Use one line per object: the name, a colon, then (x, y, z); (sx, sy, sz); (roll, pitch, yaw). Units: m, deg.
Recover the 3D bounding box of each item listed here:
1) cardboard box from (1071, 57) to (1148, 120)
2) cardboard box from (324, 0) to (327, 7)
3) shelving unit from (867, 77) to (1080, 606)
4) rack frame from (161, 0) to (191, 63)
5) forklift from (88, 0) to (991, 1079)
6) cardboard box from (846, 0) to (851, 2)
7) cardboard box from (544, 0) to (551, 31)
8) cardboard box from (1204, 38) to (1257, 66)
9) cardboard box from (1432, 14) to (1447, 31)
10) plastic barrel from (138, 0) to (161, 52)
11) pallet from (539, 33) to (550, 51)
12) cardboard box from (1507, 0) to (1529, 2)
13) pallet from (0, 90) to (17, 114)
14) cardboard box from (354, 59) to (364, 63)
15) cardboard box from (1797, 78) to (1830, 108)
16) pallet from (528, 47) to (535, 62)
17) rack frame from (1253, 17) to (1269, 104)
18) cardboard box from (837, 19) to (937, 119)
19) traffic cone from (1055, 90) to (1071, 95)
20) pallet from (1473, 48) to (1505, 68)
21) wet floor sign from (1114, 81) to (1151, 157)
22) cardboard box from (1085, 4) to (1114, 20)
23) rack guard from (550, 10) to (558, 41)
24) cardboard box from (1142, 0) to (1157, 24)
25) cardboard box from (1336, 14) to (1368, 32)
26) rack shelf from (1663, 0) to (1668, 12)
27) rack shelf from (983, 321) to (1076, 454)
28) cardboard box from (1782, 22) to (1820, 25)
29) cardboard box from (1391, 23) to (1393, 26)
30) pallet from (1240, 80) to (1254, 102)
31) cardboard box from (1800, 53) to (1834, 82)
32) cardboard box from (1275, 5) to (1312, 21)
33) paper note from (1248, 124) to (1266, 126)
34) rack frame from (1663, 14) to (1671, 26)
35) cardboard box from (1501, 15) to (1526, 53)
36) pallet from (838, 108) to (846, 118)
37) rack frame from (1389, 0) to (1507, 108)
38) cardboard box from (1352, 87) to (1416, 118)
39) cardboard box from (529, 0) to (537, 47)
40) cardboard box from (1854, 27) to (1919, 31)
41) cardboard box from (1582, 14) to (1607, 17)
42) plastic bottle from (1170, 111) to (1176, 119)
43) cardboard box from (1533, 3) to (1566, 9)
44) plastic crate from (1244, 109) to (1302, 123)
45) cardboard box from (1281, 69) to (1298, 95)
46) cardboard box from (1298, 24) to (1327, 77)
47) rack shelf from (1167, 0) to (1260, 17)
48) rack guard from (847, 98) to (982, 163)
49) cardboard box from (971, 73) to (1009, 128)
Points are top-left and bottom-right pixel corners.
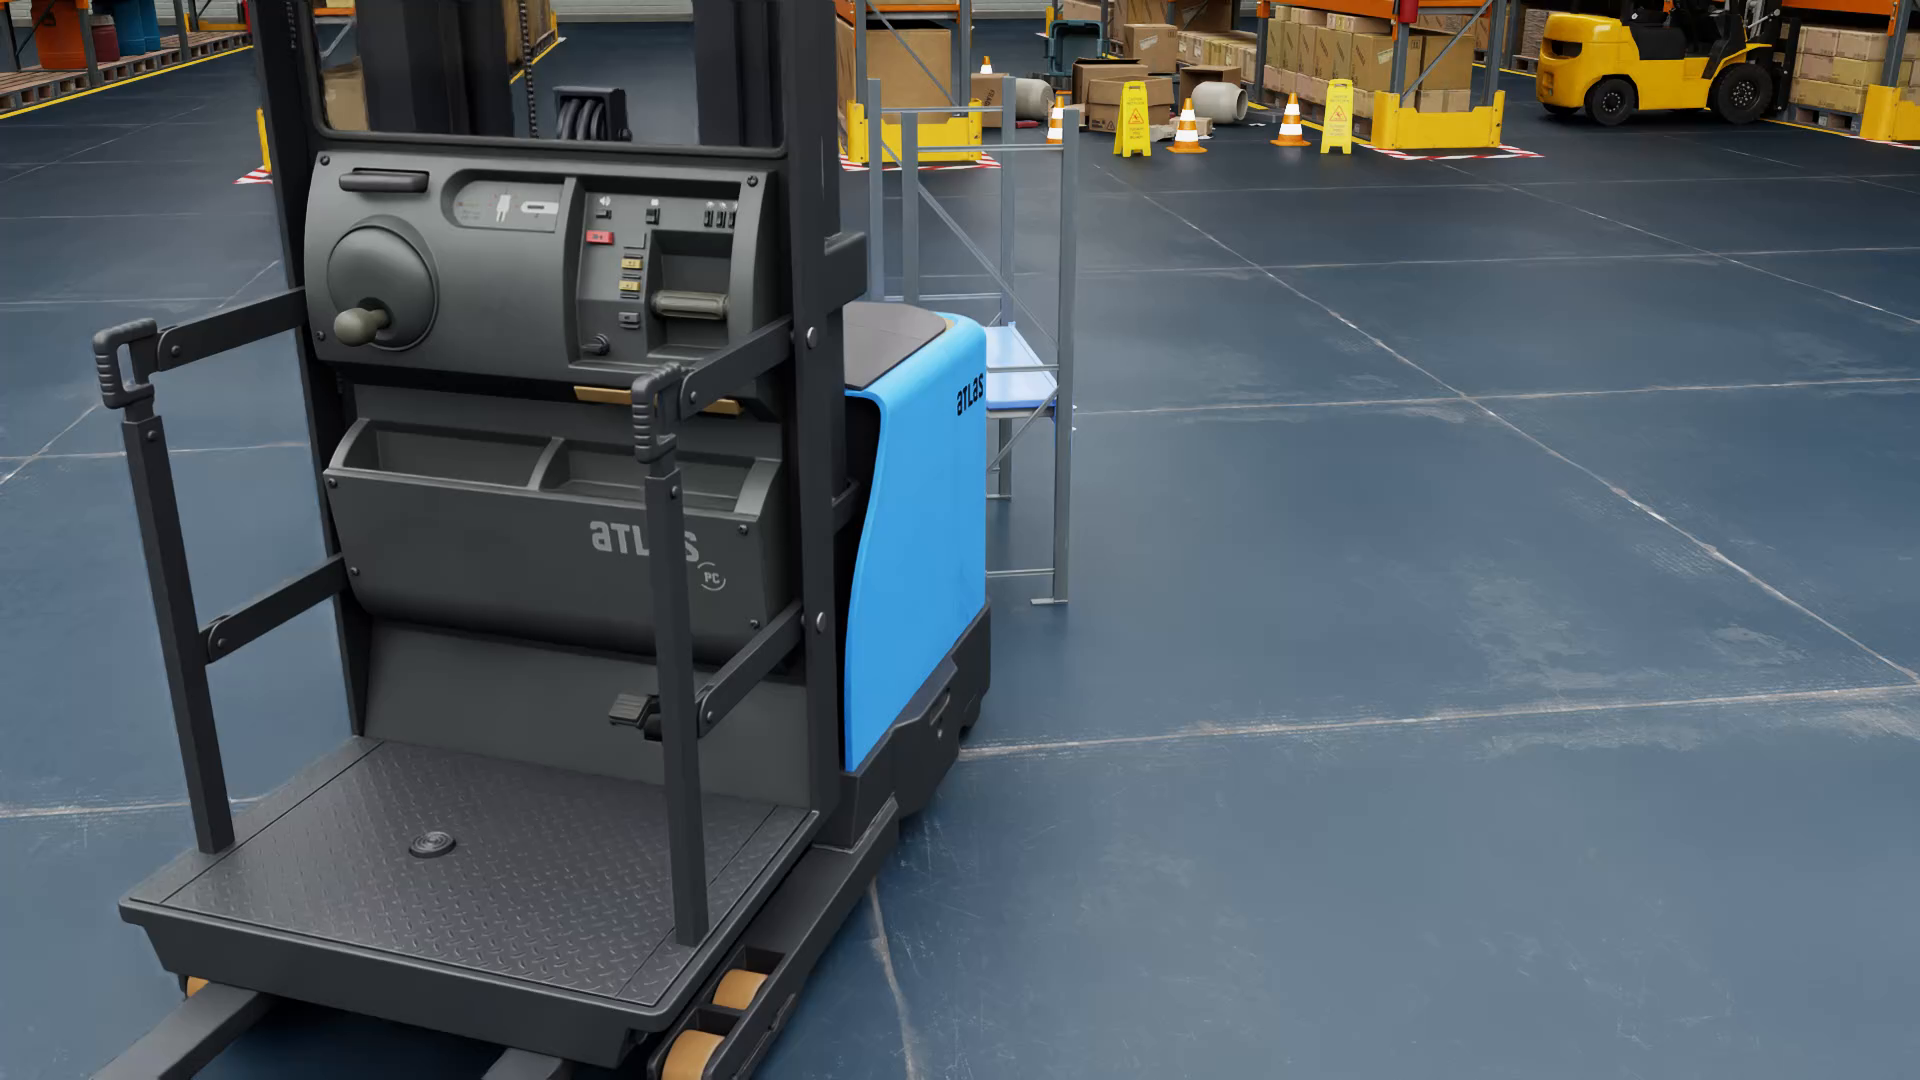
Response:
cardboard box: (1.576, -4.785, 17.615); (0.797, 0.637, 0.503); (-3, 21, -8)
cardboard box: (-5.610, -4.645, 14.224); (0.380, 0.149, 0.250); (-3, 21, -8)
shelving unit: (0.012, -0.673, 5.375); (0.538, 1.500, 1.048); (-3, 21, -8)
rack frame: (-11.961, -8.492, 24.167); (1.000, 3.000, 0.127); (-3, 21, -8)
forklift: (-0.851, -0.493, 2.847); (1.130, 2.935, 3.031); (6, 21, 16)
cardboard box: (-0.606, -5.188, 15.106); (0.875, 0.550, 0.550); (-3, 21, -8)
cardboard box: (-7.465, -9.111, 28.259); (0.875, 0.875, 0.875); (-3, 21, -8)
cardboard box: (3.613, -6.109, 20.940); (0.950, 0.372, 0.625); (-2, 21, -6)
cardboard box: (7.660, -7.984, 25.777); (0.500, 0.500, 0.500); (-4, 21, -9)
plastic barrel: (-11.899, -7.517, 23.954); (0.600, 0.901, 0.708); (-3, 21, -8)
pallet: (-7.271, -8.126, 27.172); (1.003, 0.211, 1.213); (-3, 21, -8)
cardboard box: (8.308, -7.997, 24.885); (0.380, 0.149, 0.250); (-3, 21, -9)
pallet: (-10.959, -4.686, 17.961); (1.003, 0.211, 1.213); (-3, 21, -8)
cardboard box: (-5.631, -4.449, 16.312); (0.500, 0.500, 0.500); (-5, 21, -13)
cardboard box: (8.946, -4.567, 16.986); (0.500, 0.250, 0.500); (-3, 21, -8)
pallet: (-6.874, -7.173, 24.618); (1.003, 0.211, 1.213); (-3, 21, -8)
rack frame: (3.900, -6.472, 18.758); (1.000, 3.000, 0.127); (-3, 21, -8)
cardboard box: (-0.699, -4.540, 16.021); (0.875, 0.875, 0.875); (-3, 21, -9)
traffic cone: (1.305, -5.692, 20.296); (0.336, 0.463, 0.334); (-3, 21, -8)
pallet: (8.165, -7.063, 24.325); (1.003, 0.211, 1.213); (-3, 21, -8)
wet floor sign: (1.557, -3.789, 14.940); (0.267, 0.644, 0.232); (-7, 21, -17)
cardboard box: (2.633, -8.771, 27.975); (0.875, 0.438, 0.875); (-4, 21, -9)
rack guard: (-7.639, -8.964, 29.003); (1.175, 0.500, 0.348); (-3, 21, -8)
cardboard box: (3.182, -7.611, 24.243); (0.875, 0.875, 0.875); (-3, 21, -7)
cardboard box: (3.951, -5.126, 16.485); (0.380, 0.149, 0.250); (-3, 21, -7)
rack shelf: (8.523, -7.079, 21.411); (1.077, 0.370, 4.000); (-3, 21, -8)
rack shelf: (0.012, -0.505, 5.438); (0.538, 0.185, 1.000); (-3, 21, -8)
cardboard box: (8.786, -5.386, 17.751); (0.500, 0.250, 0.500); (-3, 21, -9)
cardboard box: (4.401, -5.188, 17.578); (0.500, 0.500, 0.500); (-2, 21, -5)
pallet: (3.787, -5.435, 19.967); (1.003, 0.211, 1.213); (-3, 21, -8)
cardboard box: (8.947, -4.809, 16.919); (0.500, 0.250, 0.500); (-3, 21, -8)
cardboard box: (3.677, -5.772, 18.213); (0.380, 0.149, 0.250); (-3, 21, -7)
paper note: (3.079, -4.301, 17.187); (0.142, 0.019, 0.148); (-11, 23, -26)
rack frame: (8.812, -6.724, 19.431); (1.000, 3.000, 0.127); (-3, 21, -8)
cardboard box: (7.961, -7.270, 23.866); (0.500, 0.500, 0.500); (-2, 21, -6)
pallet: (-0.772, -4.191, 16.635); (1.003, 0.211, 1.213); (-3, 21, -8)
rack frame: (4.477, -5.087, 15.050); (1.000, 3.000, 0.127); (-3, 21, -8)
cardboard box: (4.091, -4.270, 16.193); (0.500, 0.250, 0.500); (-3, 21, -8)
cardboard box: (-6.947, -7.723, 24.543); (1.225, 0.875, 0.875); (-3, 21, -8)
cardboard box: (9.431, -5.065, 16.890); (0.500, 0.250, 0.500); (-3, 21, -8)
cardboard box: (8.511, -6.517, 21.673); (0.875, 0.625, 0.625); (-4, 21, -10)
plastic bottle: (2.231, -4.554, 17.822); (0.133, 0.061, 0.283); (1, 20, 2)
cardboard box: (8.468, -7.635, 23.915); (0.380, 0.149, 0.250); (-2, 21, -5)
plastic crate: (3.315, -4.519, 17.702); (0.402, 0.080, 0.583); (-11, 23, -26)
cardboard box: (3.806, -4.979, 18.089); (0.500, 0.250, 0.500); (-2, 21, -5)
cardboard box: (3.880, -5.150, 17.475); (0.500, 0.500, 0.500); (-2, 21, -5)
rack shelf: (3.612, -6.828, 20.738); (1.077, 0.370, 4.000); (-3, 21, -8)
rack guard: (-0.403, -3.623, 14.703); (1.175, 0.500, 0.348); (-3, 21, -8)
cardboard box: (0.256, -4.532, 17.132); (0.500, 0.500, 0.500); (1, 20, 2)
